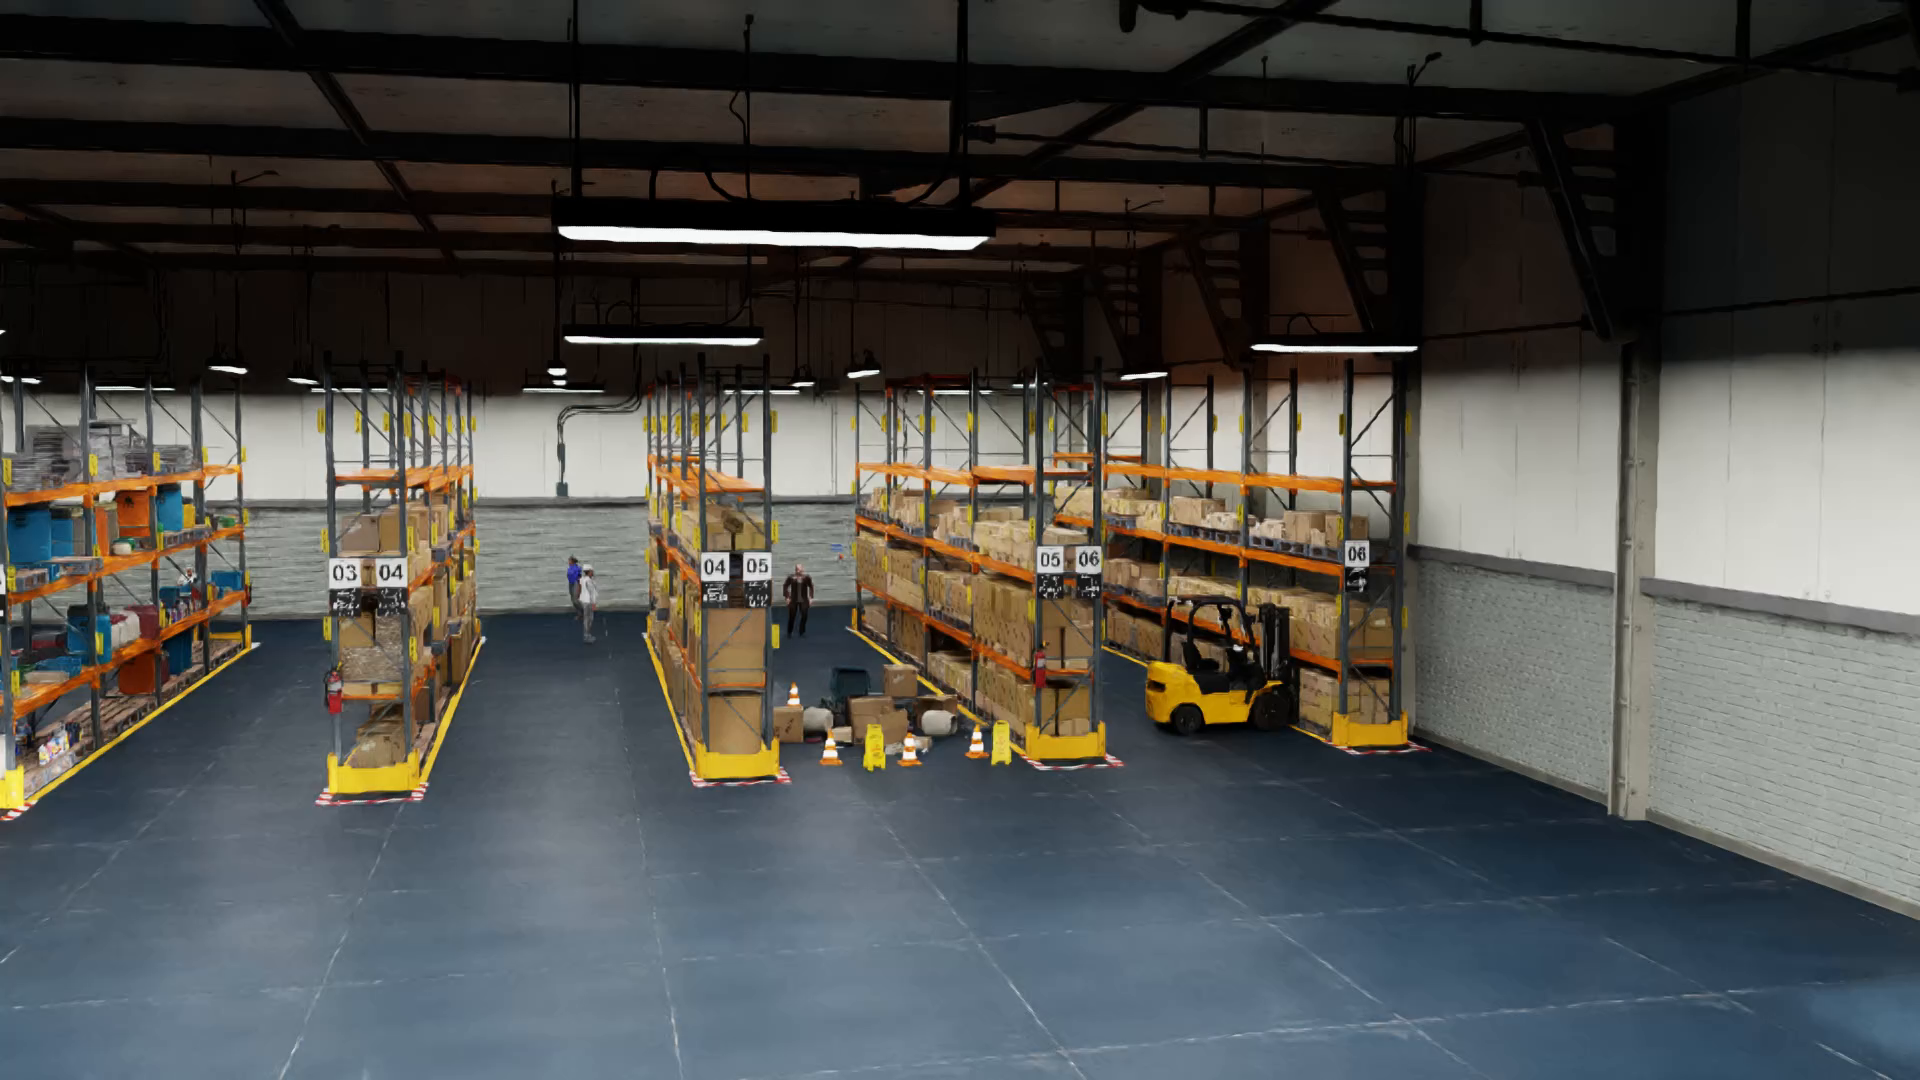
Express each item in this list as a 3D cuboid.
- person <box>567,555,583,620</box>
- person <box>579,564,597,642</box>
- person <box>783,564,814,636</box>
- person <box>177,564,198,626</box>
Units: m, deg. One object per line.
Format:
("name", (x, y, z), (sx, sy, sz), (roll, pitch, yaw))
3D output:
("person", (-9.786, 1.220, 42.493), (0.610, 1.637, 0.426), (4, 5, 42))
("person", (-8.544, 1.434, 38.312), (0.399, 1.767, 0.617), (-2, 5, -29))
("person", (-3.824, 1.411, 39.267), (0.729, 1.733, 0.546), (-1, 4, -15))
("person", (-18.798, 1.379, 40.643), (0.625, 1.611, 0.567), (-1, 4, -15))
